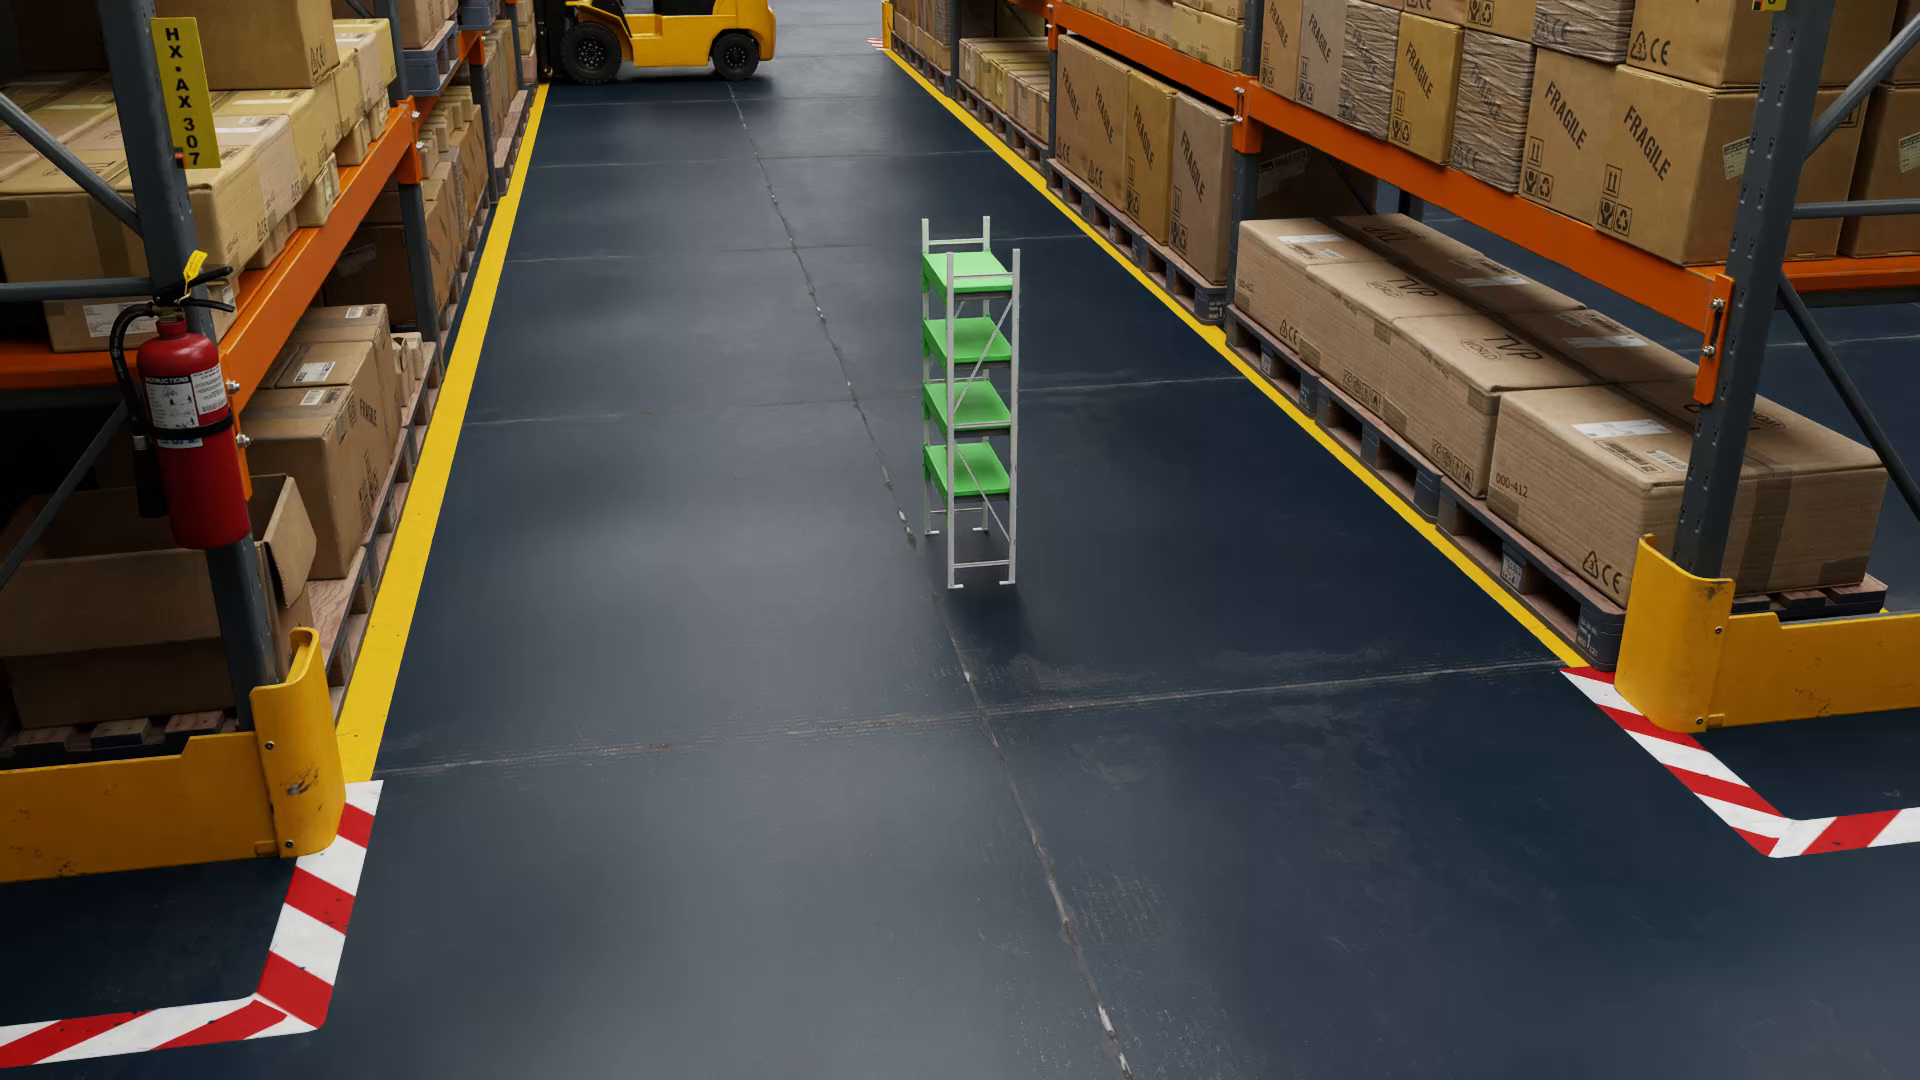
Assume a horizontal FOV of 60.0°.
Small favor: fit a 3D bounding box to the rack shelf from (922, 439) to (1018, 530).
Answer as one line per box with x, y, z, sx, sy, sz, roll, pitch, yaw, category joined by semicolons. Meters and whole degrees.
0.031;-0.206;5.982;0.258;0.148;0.480;-4;24;-10;rack shelf

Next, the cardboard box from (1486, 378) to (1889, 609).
2.411;-0.186;5.604;0.875;0.438;0.875;-5;24;-12;cardboard box

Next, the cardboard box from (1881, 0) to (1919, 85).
2.823;-1.629;4.859;0.500;0.500;0.500;-5;24;-11;cardboard box

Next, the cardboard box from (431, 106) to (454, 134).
-3.294;-2.543;10.113;0.380;0.149;0.250;-4;24;-8;cardboard box

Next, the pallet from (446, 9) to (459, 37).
-3.361;-2.841;9.246;1.003;0.211;1.213;-4;24;-10;pallet

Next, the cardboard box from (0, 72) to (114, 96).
-2.869;-1.379;5.476;0.500;0.250;0.500;-4;24;-10;cardboard box

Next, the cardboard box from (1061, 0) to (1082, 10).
0.996;-3.782;11.350;0.500;0.250;0.500;-5;24;-11;cardboard box

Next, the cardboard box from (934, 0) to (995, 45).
0.040;-5.124;16.209;0.500;0.500;0.500;-5;24;-10;cardboard box

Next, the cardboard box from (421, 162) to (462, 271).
-3.050;-1.779;9.174;0.500;0.500;0.500;-5;24;-11;cardboard box

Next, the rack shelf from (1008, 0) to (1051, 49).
0.783;-4.519;13.748;1.077;0.370;4.000;-4;24;-10;rack shelf

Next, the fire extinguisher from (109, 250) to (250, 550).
-1.764;-0.317;3.790;0.296;0.674;0.183;-4;24;-10;fire extinguisher

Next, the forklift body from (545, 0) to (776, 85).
-3.061;-5.840;16.935;2.313;2.155;1.214;-4;24;-10;forklift body

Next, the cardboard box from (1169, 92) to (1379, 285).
1.699;-1.945;9.087;0.875;0.875;0.875;-4;24;-8;cardboard box

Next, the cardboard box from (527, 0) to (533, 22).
-4.330;-5.073;15.778;0.500;0.250;0.500;-4;24;-10;cardboard box

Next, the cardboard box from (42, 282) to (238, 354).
-2.037;-0.581;4.147;0.380;0.149;0.250;-4;24;-10;cardboard box

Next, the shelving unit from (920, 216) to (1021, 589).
0.031;-0.485;5.861;0.258;1.200;0.503;-4;24;-10;shelving unit

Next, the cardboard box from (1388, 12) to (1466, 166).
1.991;-1.734;6.347;0.500;0.500;0.500;-4;24;-8;cardboard box

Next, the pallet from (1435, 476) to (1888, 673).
2.407;0.054;5.863;1.003;0.211;1.213;-4;24;-10;pallet

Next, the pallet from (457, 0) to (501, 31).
-3.531;-3.344;10.398;1.213;0.211;1.003;-4;24;-10;pallet

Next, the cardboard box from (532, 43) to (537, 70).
-4.338;-4.612;15.974;0.500;0.250;0.500;-5;24;-11;cardboard box

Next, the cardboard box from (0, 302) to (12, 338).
-2.571;-0.542;4.057;0.380;0.149;0.250;-5;24;-10;cardboard box

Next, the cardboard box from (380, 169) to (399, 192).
-2.850;-1.757;7.941;0.380;0.149;0.250;-5;24;-11;cardboard box

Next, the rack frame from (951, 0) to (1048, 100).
0.413;-5.635;15.406;1.000;3.000;0.127;-4;24;-10;rack frame

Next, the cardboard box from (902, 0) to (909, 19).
-0.344;-5.932;18.059;0.500;0.500;0.500;-5;24;-12;cardboard box

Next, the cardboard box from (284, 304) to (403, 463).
-2.577;-0.589;6.448;0.700;0.500;0.500;-5;24;-12;cardboard box

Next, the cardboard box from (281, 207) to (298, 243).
-2.253;-0.987;5.075;0.380;0.149;0.250;-4;24;-9;cardboard box

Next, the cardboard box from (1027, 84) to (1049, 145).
1.058;-3.273;12.756;0.950;0.372;0.625;-6;24;-13;cardboard box

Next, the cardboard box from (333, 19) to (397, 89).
-2.651;-2.005;6.909;0.500;0.250;0.500;-4;24;-8;cardboard box

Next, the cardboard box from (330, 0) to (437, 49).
-2.855;-2.565;7.726;0.700;0.500;0.500;-4;24;-8;cardboard box

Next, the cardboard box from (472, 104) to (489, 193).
-3.436;-2.590;11.031;0.500;0.500;0.500;-4;24;-8;cardboard box

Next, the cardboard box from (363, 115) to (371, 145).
-2.515;-1.592;6.461;0.380;0.149;0.250;-4;24;-8;cardboard box

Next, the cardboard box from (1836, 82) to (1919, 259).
2.825;-1.171;5.059;0.500;0.500;0.500;-4;24;-10;cardboard box

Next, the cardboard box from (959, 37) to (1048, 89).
0.512;-4.418;15.376;0.950;0.372;0.625;-4;24;-9;cardboard box

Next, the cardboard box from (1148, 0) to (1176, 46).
1.394;-2.978;9.509;0.500;0.250;0.500;-5;24;-11;cardboard box

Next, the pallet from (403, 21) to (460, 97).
-3.026;-2.354;8.133;1.003;0.211;1.213;-4;24;-10;pallet

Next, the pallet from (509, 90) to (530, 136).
-4.290;-3.702;14.462;1.003;0.211;1.213;-4;24;-10;pallet

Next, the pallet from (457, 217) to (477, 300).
-3.402;-1.640;9.742;1.003;0.211;1.213;-4;24;-10;pallet

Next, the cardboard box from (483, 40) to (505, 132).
-4.080;-3.565;13.107;0.875;0.625;0.625;-5;24;-12;cardboard box

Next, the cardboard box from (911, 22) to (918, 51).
-0.249;-5.388;17.751;0.500;0.250;0.500;-3;24;-6;cardboard box

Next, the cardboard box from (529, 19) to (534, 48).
-4.346;-4.839;15.869;0.500;0.250;0.500;-4;24;-10;cardboard box

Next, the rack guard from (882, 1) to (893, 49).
-0.313;-6.033;19.440;1.175;0.500;0.348;-4;24;-10;rack guard

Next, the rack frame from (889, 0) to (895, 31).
-0.327;-7.209;19.008;1.000;3.000;0.127;-4;24;-10;rack frame

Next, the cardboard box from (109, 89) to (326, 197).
-2.255;-1.210;5.089;0.500;0.250;0.500;-5;24;-11;cardboard box

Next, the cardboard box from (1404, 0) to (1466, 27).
2.004;-2.188;6.137;0.500;0.500;0.500;-4;24;-10;cardboard box

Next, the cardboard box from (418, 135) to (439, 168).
-3.093;-2.134;9.176;0.380;0.149;0.250;-3;24;-8;cardboard box

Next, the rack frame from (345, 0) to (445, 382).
-2.985;-2.120;7.356;1.000;3.000;0.127;-4;24;-10;rack frame
